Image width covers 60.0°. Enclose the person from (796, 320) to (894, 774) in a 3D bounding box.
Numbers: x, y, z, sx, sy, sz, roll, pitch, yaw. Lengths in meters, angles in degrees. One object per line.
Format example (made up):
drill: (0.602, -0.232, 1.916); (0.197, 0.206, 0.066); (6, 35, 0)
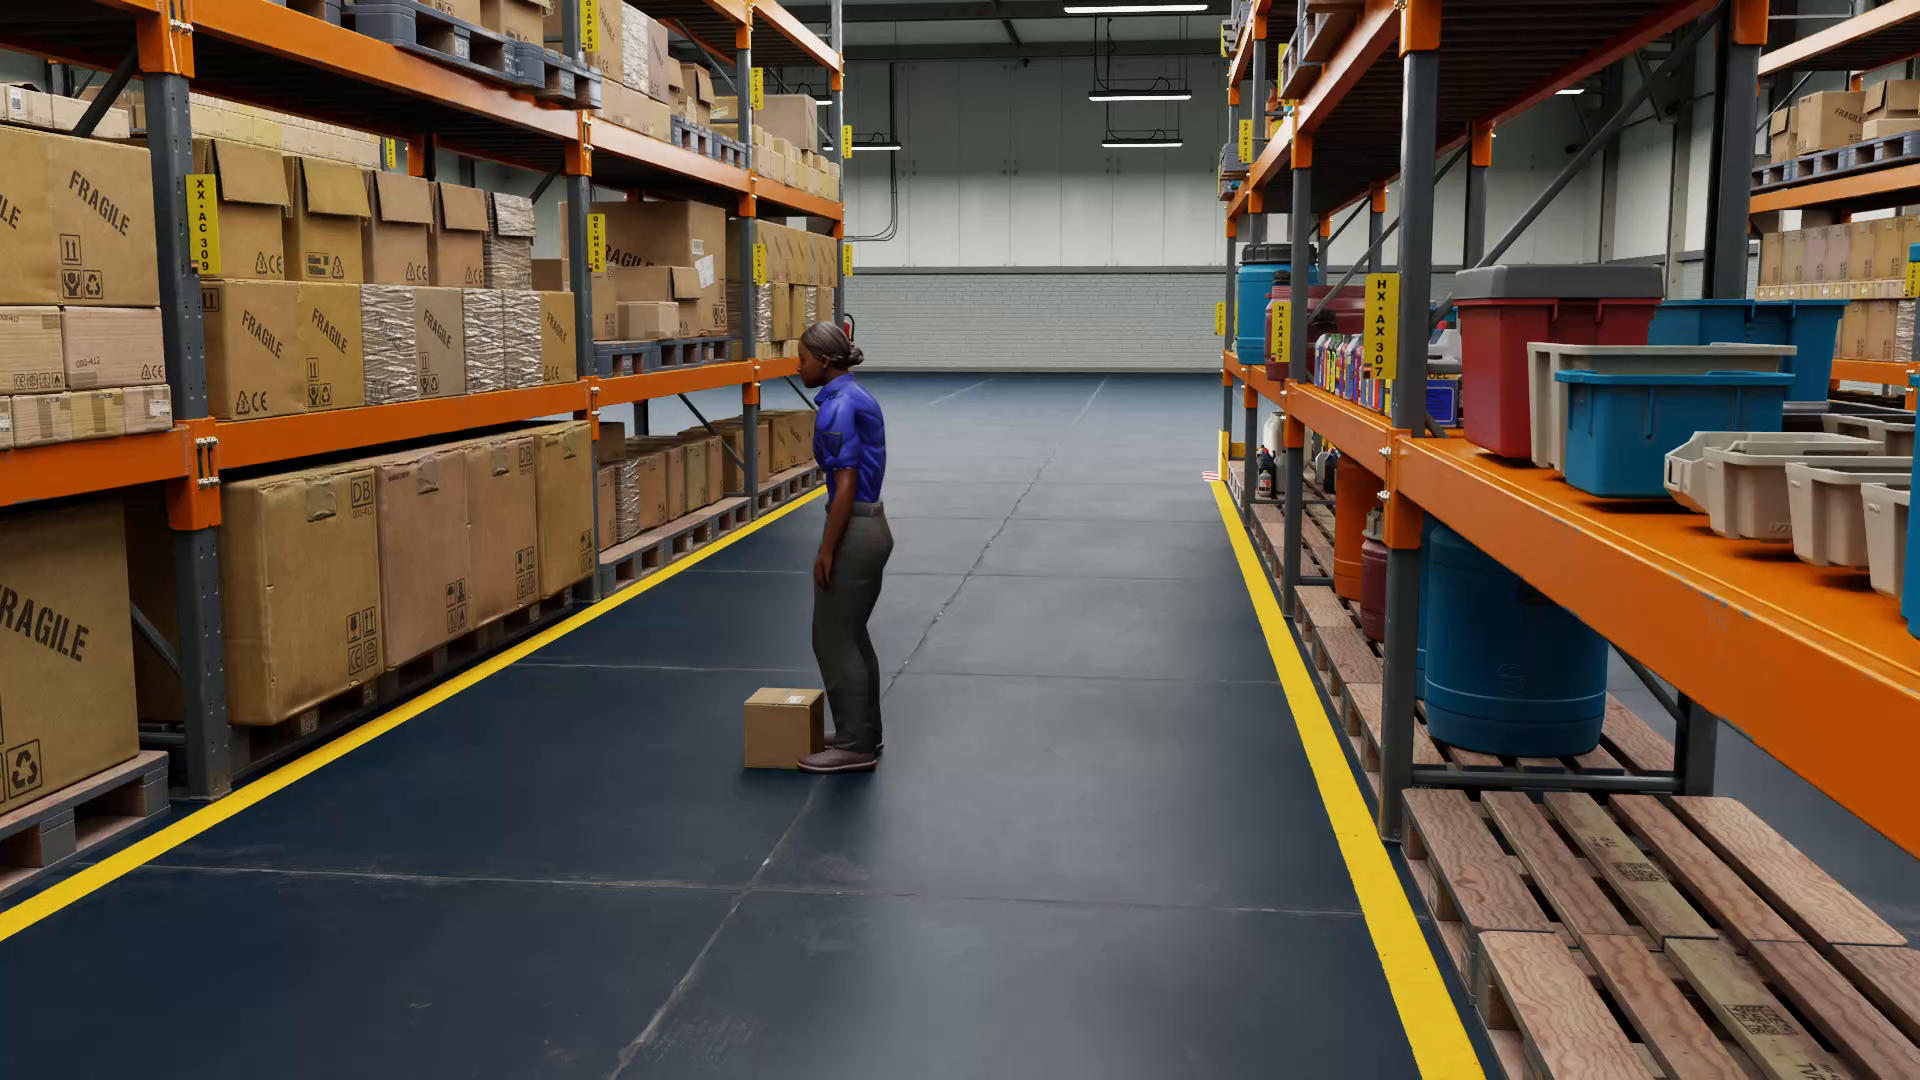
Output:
person: (-0.429, 0.018, 6.186); (0.347, 1.655, 0.505); (1, 8, 7)
